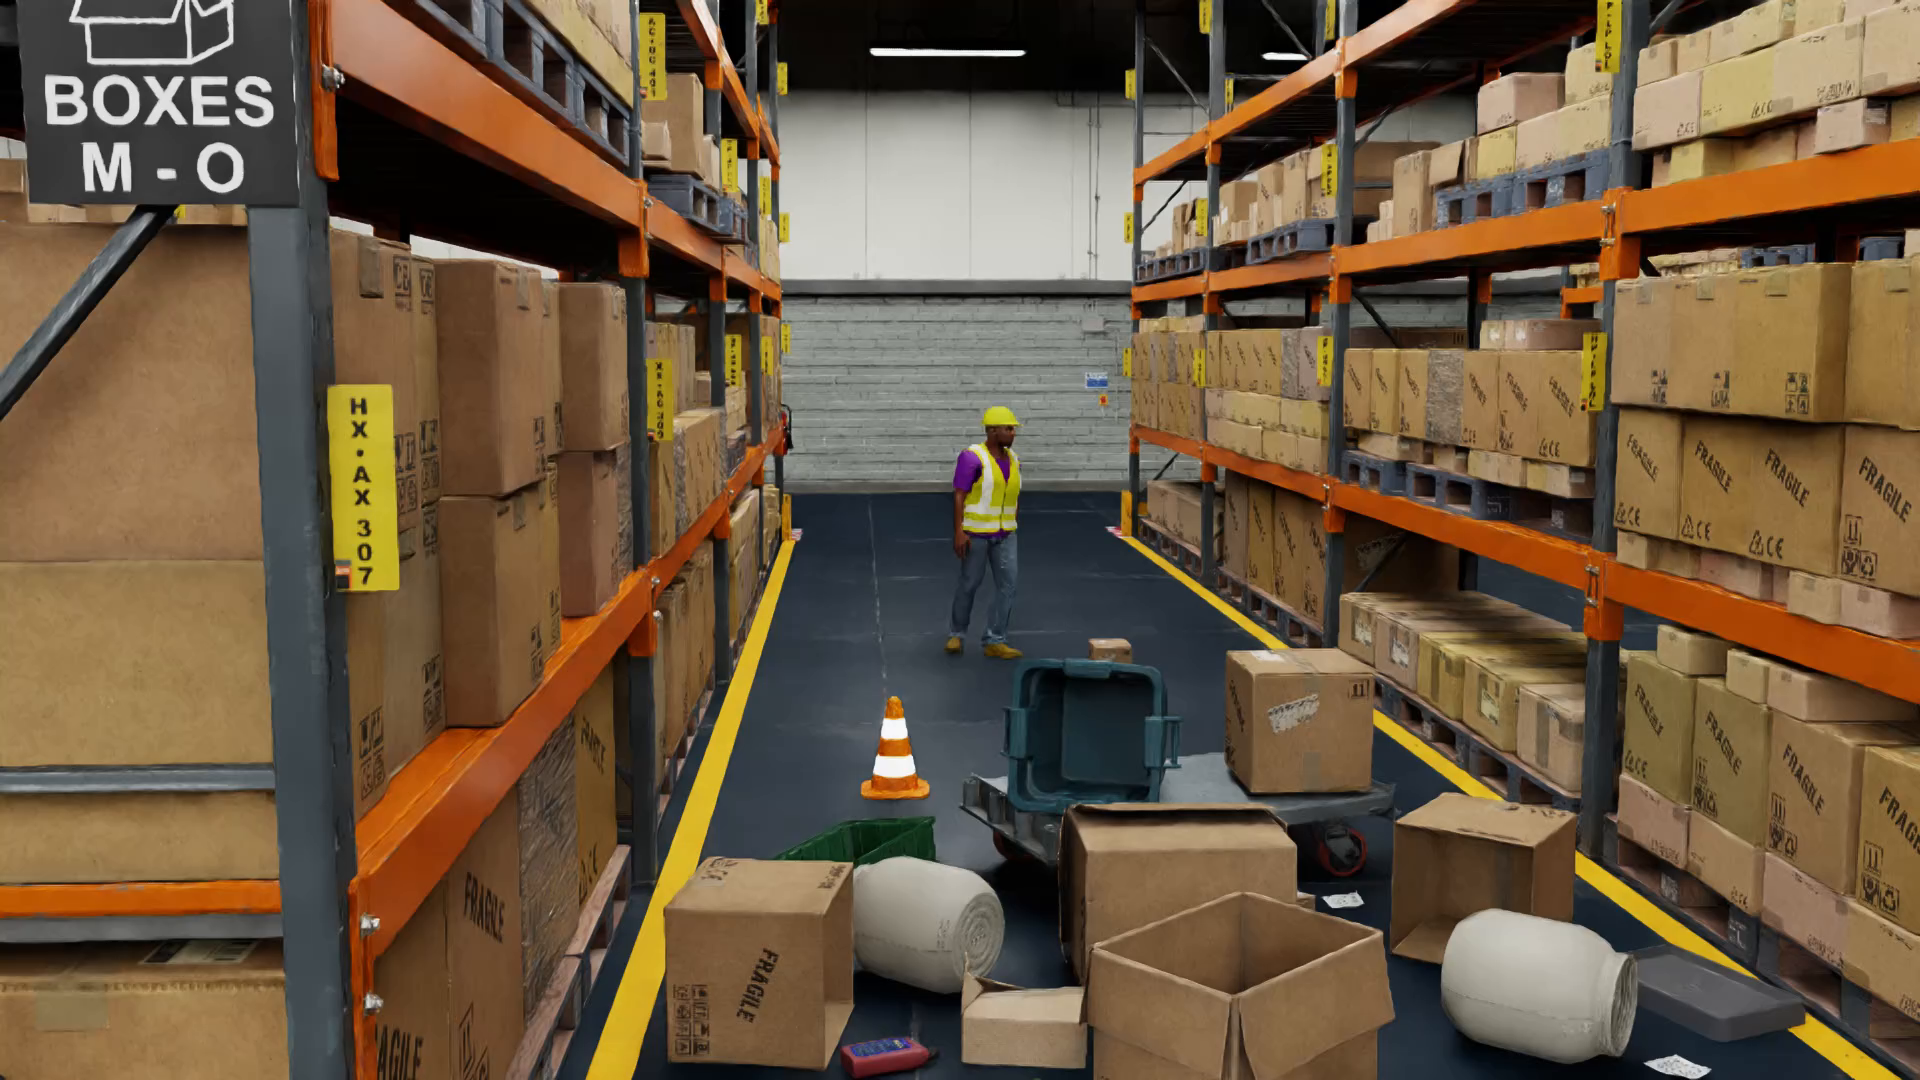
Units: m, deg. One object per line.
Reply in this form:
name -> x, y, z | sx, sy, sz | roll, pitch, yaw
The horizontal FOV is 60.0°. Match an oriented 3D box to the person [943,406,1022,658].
person -> 0.175, -0.060, 11.670 | 0.600, 1.754, 0.563 | -5, 8, -36
